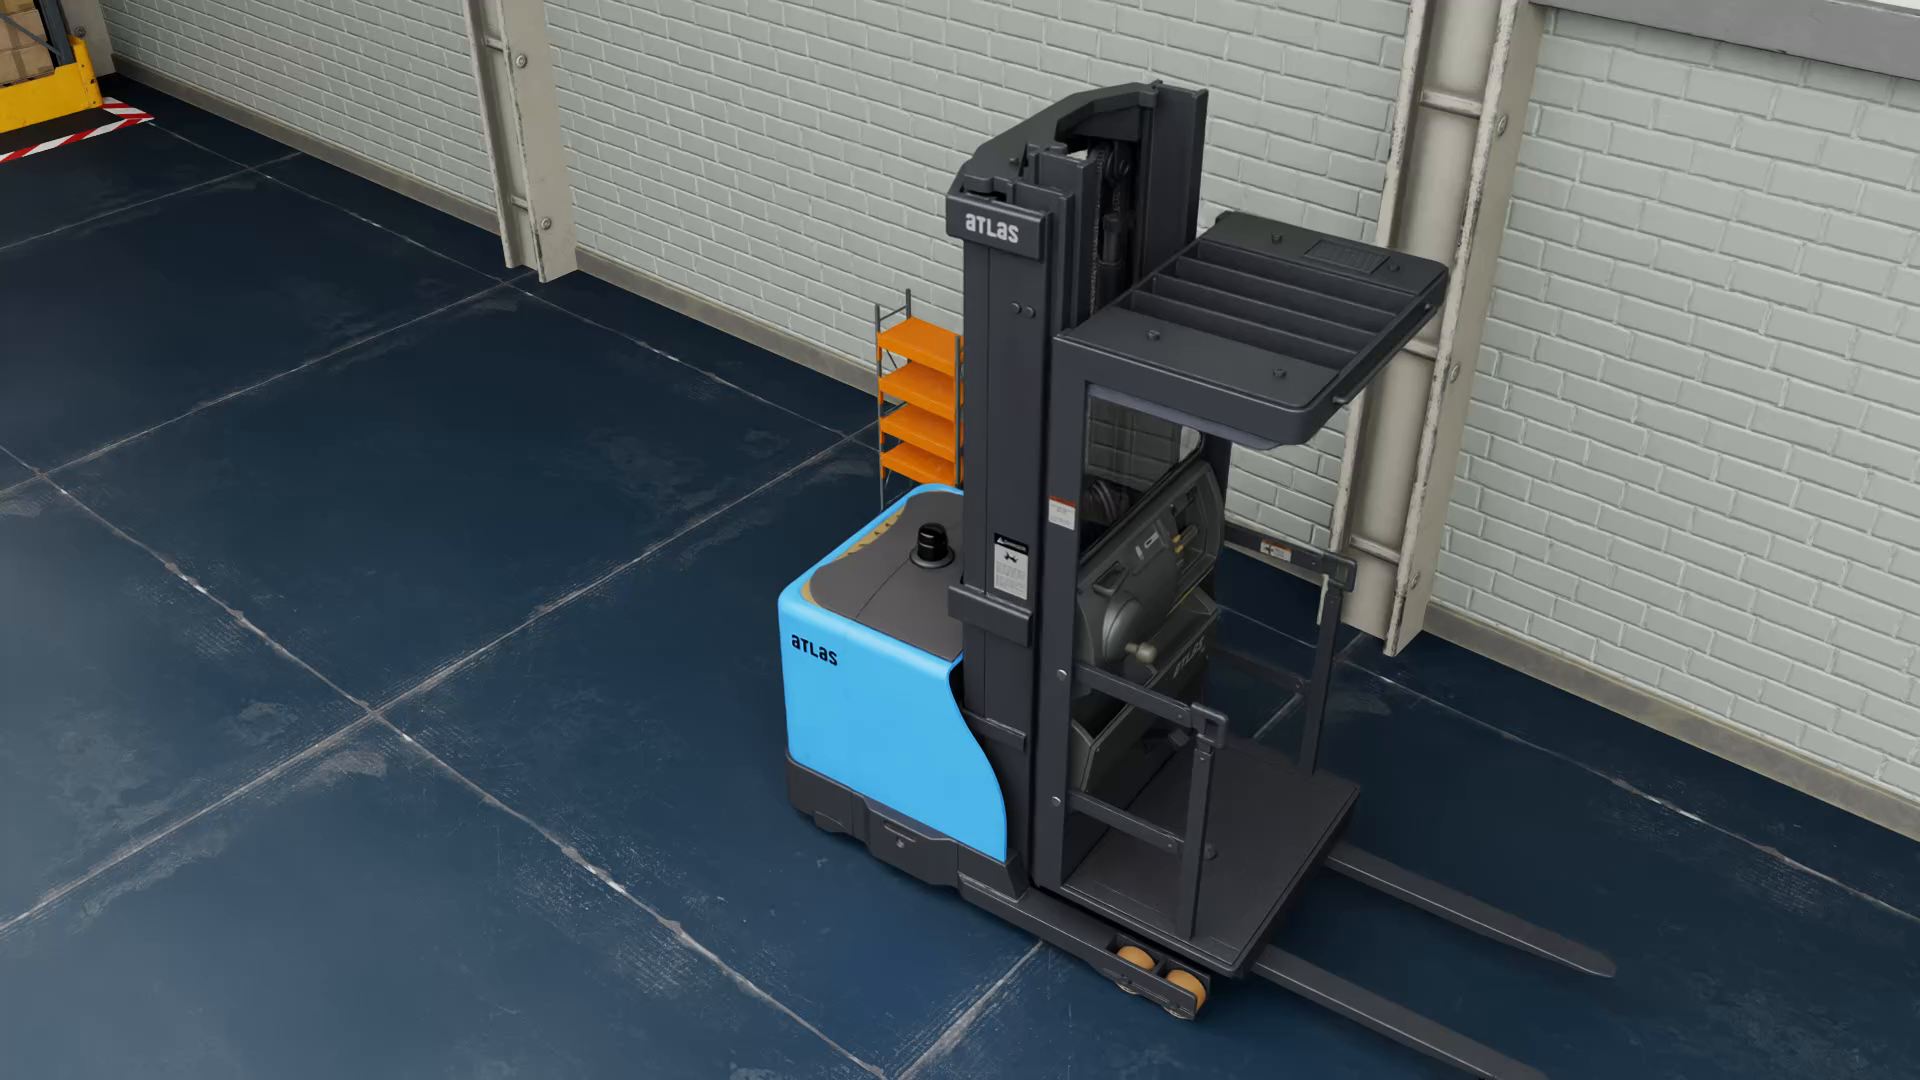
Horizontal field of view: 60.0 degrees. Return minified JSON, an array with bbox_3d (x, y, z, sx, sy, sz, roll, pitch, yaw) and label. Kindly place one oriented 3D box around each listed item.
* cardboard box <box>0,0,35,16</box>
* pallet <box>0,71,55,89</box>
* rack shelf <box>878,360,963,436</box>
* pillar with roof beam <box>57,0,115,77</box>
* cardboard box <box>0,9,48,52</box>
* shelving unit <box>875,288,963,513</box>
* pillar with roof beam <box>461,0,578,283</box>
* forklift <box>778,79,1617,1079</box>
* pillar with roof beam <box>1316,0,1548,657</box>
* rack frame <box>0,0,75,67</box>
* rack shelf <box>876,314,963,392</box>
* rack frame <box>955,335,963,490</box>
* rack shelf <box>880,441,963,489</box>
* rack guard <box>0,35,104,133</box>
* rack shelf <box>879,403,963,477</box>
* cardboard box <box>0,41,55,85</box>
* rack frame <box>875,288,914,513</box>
[{"bbox_3d":[-7.616,-4.257,12.973,0.500,0.250,0.500,25,41,31],"label":"cardboard box"},{"bbox_3d":[-7.983,-3.658,13.390,1.213,0.211,1.003,25,42,32],"label":"pallet"},{"bbox_3d":[-0.127,-0.683,7.909,0.480,0.148,0.258,25,42,32],"label":"rack shelf"},{"bbox_3d":[-10.081,-5.793,8.736,0.400,9.000,9.100,25,42,32],"label":"pillar with roof beam"},{"bbox_3d":[-7.597,-4.055,13.121,0.500,0.250,0.500,26,42,33],"label":"cardboard box"},{"bbox_3d":[-0.127,-0.555,7.998,0.503,1.200,0.258,25,42,32],"label":"shelving unit"},{"bbox_3d":[-5.470,-3.619,5.571,0.400,9.000,9.100,25,42,32],"label":"pillar with roof beam"},{"bbox_3d":[0.821,0.118,5.489,3.031,2.935,1.130,21,40,28],"label":"forklift"},{"bbox_3d":[-0.859,-1.446,2.407,0.400,9.000,9.100,25,42,32],"label":"pillar with roof beam"},{"bbox_3d":[-7.368,-4.548,12.223,0.127,3.000,1.000,25,42,32],"label":"rack frame"},{"bbox_3d":[-0.127,-0.878,7.775,0.480,0.148,0.258,25,42,32],"label":"rack shelf"},{"bbox_3d":[0.060,-0.466,7.869,0.015,1.200,0.240,25,42,32],"label":"rack frame"},{"bbox_3d":[-0.127,-0.335,8.148,0.480,0.148,0.258,25,42,32],"label":"rack shelf"},{"bbox_3d":[-7.350,-3.509,12.918,0.348,0.500,1.175,25,42,32],"label":"rack guard"},{"bbox_3d":[-0.127,-0.499,8.036,0.480,0.148,0.258,25,42,32],"label":"rack shelf"},{"bbox_3d":[-7.620,-3.851,13.266,0.500,0.250,0.500,25,42,32],"label":"cardboard box"},{"bbox_3d":[-0.315,-0.643,8.126,0.015,1.200,0.240,25,42,32],"label":"rack frame"}]
